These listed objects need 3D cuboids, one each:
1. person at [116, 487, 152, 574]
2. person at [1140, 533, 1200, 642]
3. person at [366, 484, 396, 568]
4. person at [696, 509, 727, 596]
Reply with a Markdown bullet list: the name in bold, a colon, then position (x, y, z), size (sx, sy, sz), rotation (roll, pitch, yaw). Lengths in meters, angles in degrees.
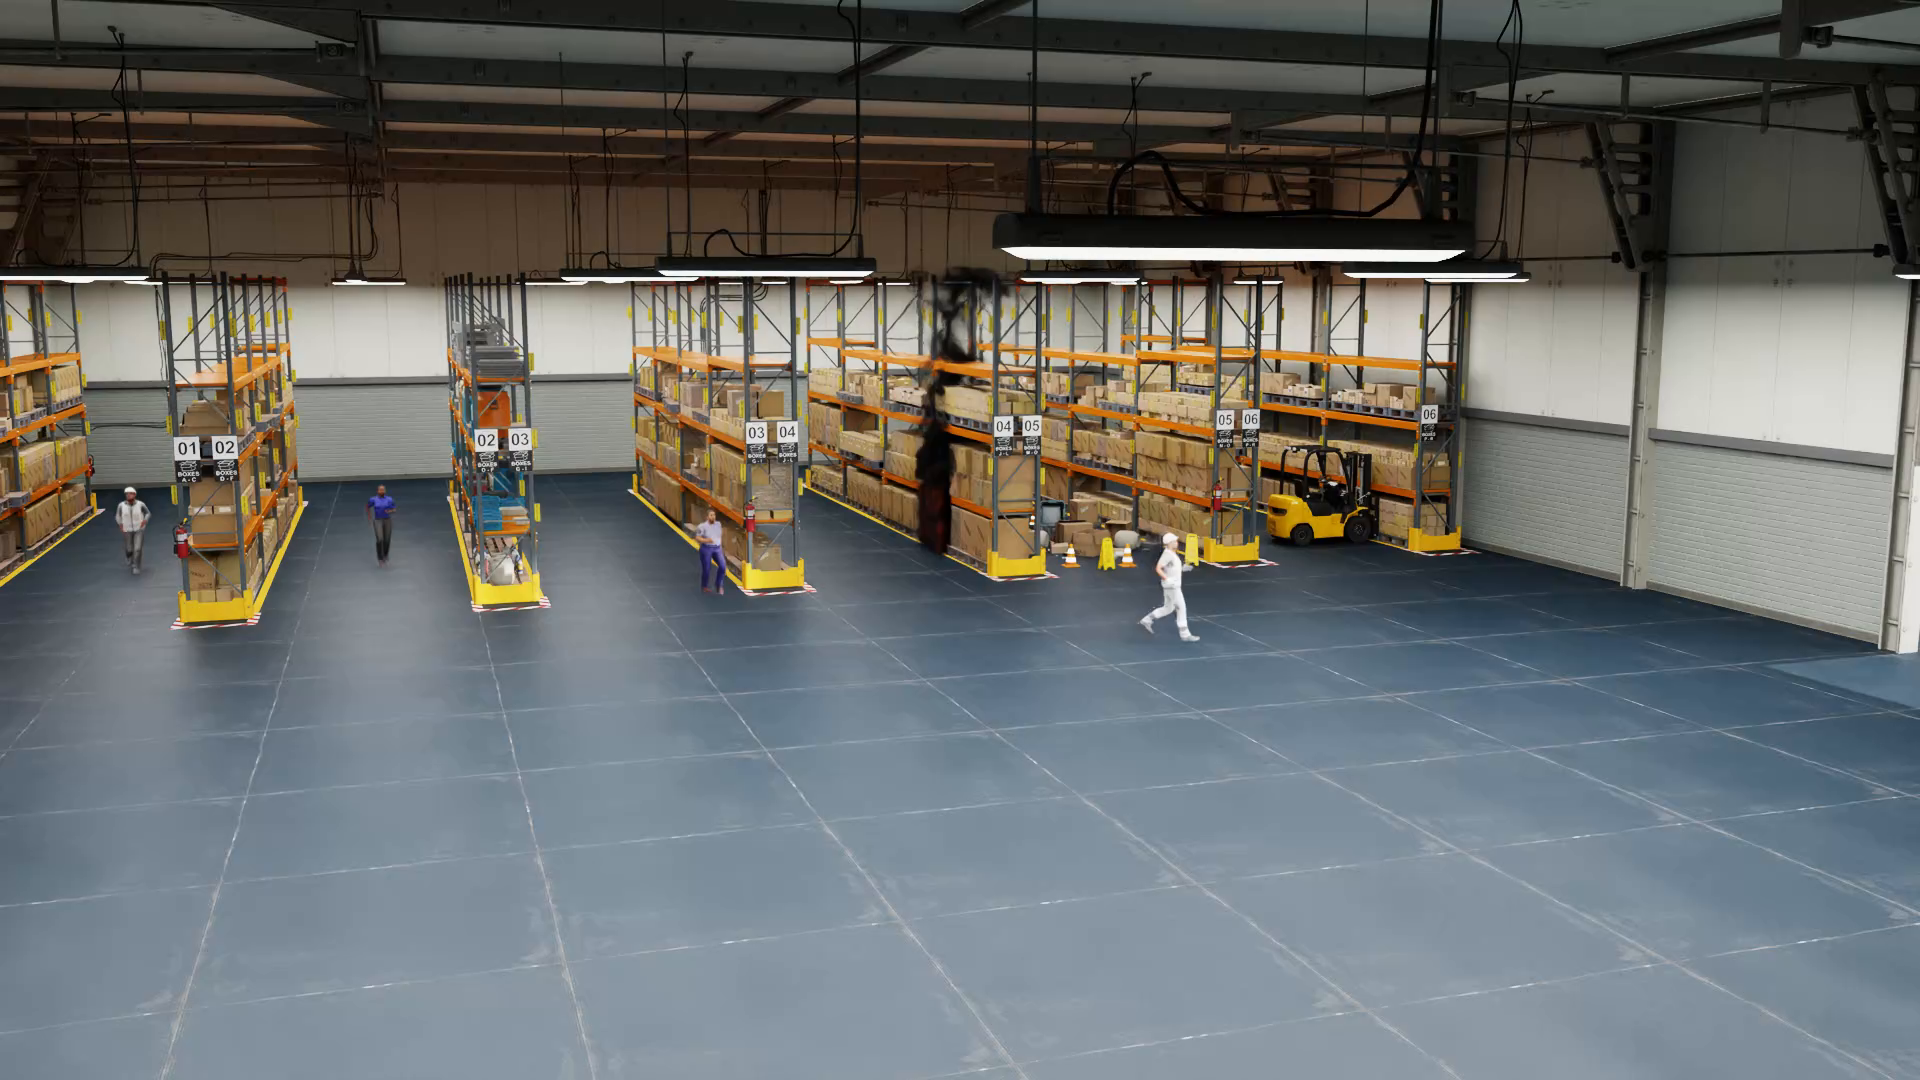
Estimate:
- **person**: position (-16.776, -0.212, 33.794), size (0.661, 1.751, 0.642), rotation (-3, 9, -22)
- **person**: position (3.424, 0.762, 27.063), size (0.981, 1.768, 0.665), rotation (1, 9, 8)
- **person**: position (-12.020, -0.299, 34.611), size (0.549, 1.721, 0.766), rotation (-5, 10, -29)
- **person**: position (-4.668, 0.235, 31.228), size (0.623, 1.648, 0.743), rotation (-5, 10, -31)
